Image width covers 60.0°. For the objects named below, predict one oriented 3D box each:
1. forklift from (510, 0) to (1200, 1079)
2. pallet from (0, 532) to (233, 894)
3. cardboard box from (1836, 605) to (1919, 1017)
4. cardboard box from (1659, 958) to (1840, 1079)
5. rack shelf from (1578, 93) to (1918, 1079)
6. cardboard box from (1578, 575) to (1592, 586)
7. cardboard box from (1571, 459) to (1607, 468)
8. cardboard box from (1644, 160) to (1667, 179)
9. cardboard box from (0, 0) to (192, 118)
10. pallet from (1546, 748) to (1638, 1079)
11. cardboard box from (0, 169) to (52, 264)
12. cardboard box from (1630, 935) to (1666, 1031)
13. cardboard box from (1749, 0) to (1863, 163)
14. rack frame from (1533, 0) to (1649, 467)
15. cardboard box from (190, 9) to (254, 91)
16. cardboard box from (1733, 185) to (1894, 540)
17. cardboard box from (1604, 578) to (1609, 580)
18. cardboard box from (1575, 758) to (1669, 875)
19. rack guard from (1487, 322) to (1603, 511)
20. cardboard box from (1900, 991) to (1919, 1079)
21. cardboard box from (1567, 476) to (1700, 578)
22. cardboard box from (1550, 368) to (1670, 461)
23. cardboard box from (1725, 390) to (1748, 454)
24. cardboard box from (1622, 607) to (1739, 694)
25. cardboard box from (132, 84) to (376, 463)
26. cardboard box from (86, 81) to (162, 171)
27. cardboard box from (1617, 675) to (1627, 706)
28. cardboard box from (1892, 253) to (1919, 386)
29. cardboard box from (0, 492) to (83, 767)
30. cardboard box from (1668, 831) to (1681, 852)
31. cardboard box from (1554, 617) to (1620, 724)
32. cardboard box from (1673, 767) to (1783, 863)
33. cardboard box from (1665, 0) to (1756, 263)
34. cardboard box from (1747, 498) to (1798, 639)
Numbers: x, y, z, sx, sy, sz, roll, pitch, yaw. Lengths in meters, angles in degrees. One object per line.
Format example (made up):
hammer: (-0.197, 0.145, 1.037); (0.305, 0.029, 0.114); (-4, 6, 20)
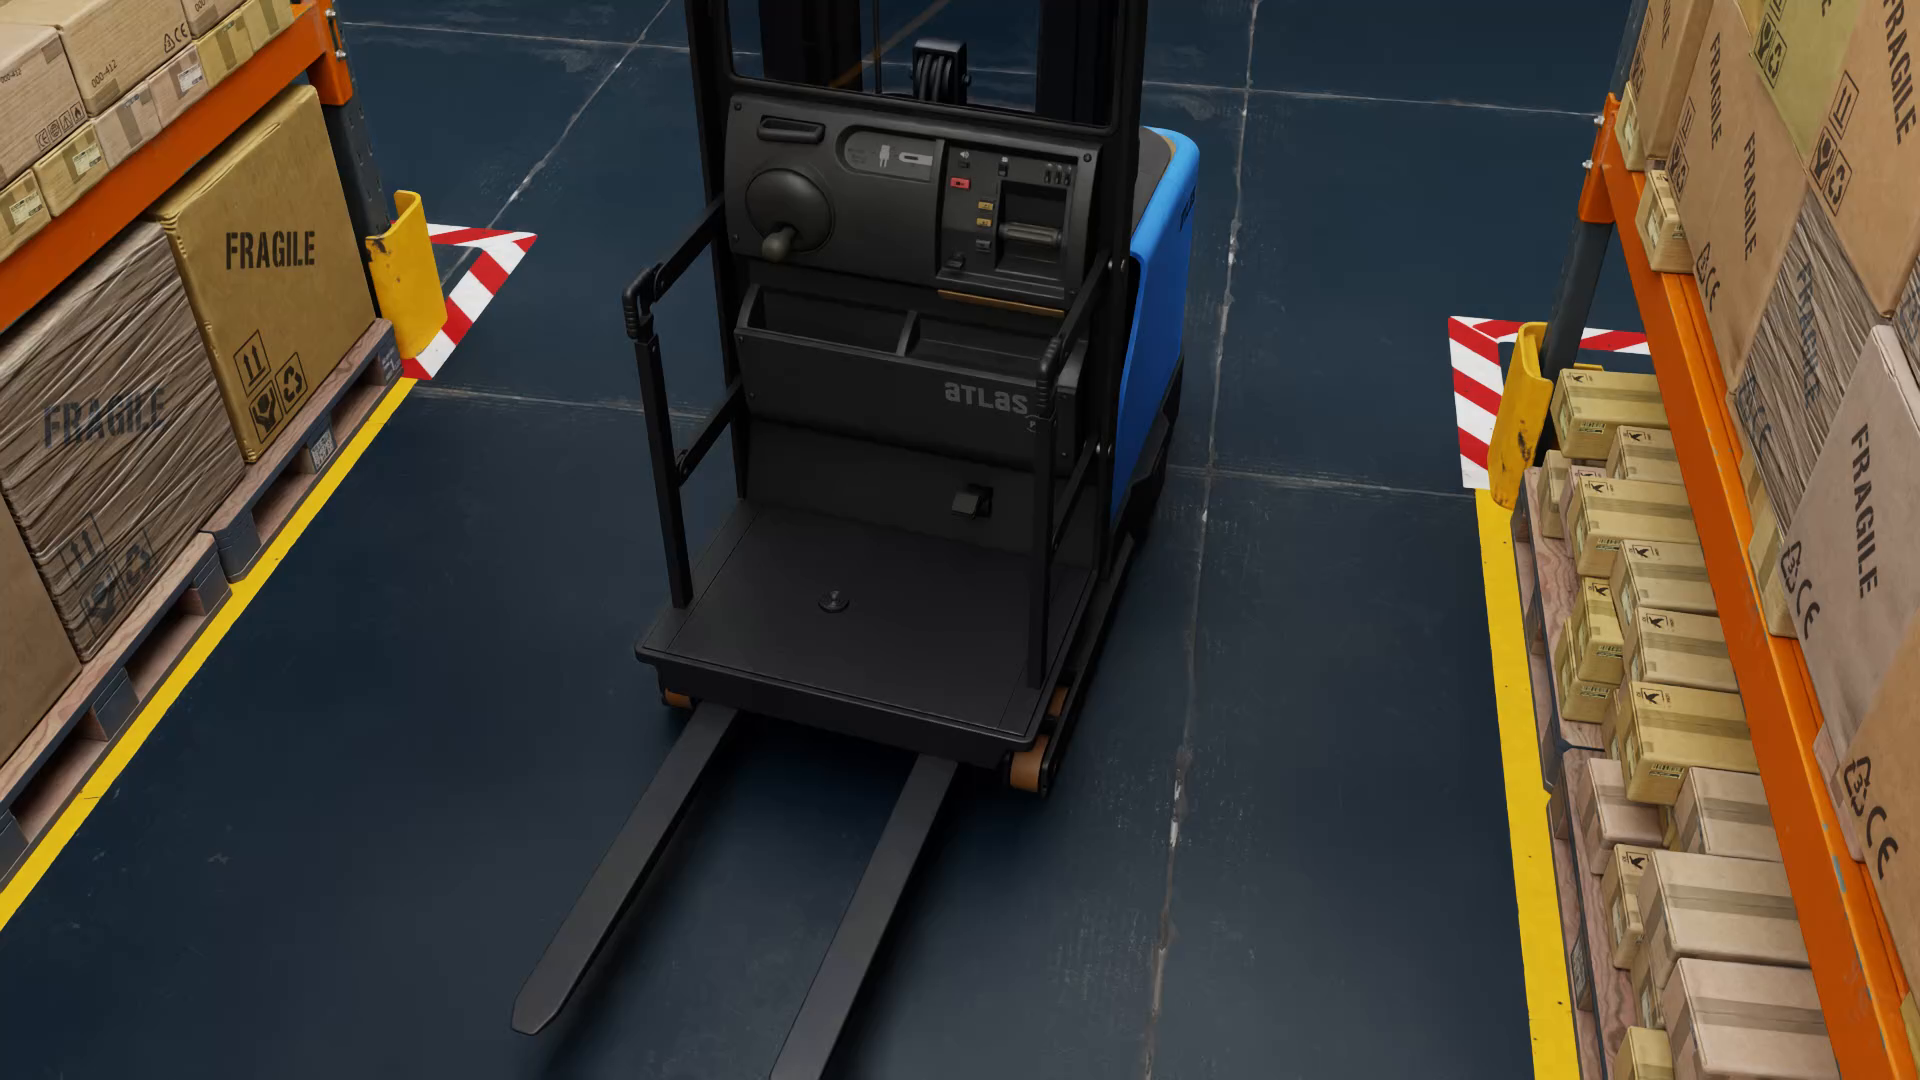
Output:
forklift: (-0.195, -0.748, 3.854); (1.130, 2.935, 3.031); (12, 41, 14)
pallet: (-2.801, 0.389, 4.614); (1.003, 0.211, 1.213); (6, 40, 8)
cardboard box: (1.546, 0.347, 2.164); (0.500, 0.500, 0.500); (5, 40, 6)
cardboard box: (1.573, 0.960, 3.175); (0.380, 0.149, 0.250); (5, 40, 6)
rack shelf: (1.995, 0.183, 3.239); (1.077, 0.370, 4.000); (6, 40, 8)
cardboard box: (1.971, 0.054, 4.738); (0.380, 0.149, 0.250); (6, 40, 7)
cardboard box: (1.998, -0.227, 4.845); (0.380, 0.149, 0.250); (8, 40, 10)
cardboard box: (1.959, -0.921, 4.207); (0.380, 0.149, 0.250); (8, 40, 9)
cardboard box: (-2.437, -1.365, 4.431); (0.500, 0.250, 0.500); (6, 40, 7)
pallet: (1.939, 1.042, 3.824); (1.003, 0.211, 1.213); (6, 40, 8)
cardboard box: (-2.483, -0.799, 4.060); (0.380, 0.149, 0.250); (7, 40, 8)
cardboard box: (1.672, 1.008, 3.584); (0.380, 0.149, 0.250); (7, 40, 9)
cardboard box: (1.809, -0.994, 3.002); (0.500, 0.500, 0.500); (6, 40, 7)
rack frame: (2.341, -1.350, 4.528); (1.000, 3.000, 0.127); (6, 40, 8)
cardboard box: (-2.307, -1.440, 4.835); (0.380, 0.149, 0.250); (7, 40, 8)
cardboard box: (1.745, -0.286, 2.930); (0.500, 0.500, 0.500); (5, 40, 7)
cardboard box: (1.940, 0.102, 4.447); (0.380, 0.149, 0.250); (7, 40, 8)
cardboard box: (1.703, 0.676, 3.986); (0.380, 0.149, 0.250); (5, 40, 6)
rack guard: (2.328, -0.338, 5.267); (1.175, 0.500, 0.348); (6, 40, 8)
cardboard box: (1.510, 0.718, 2.225); (0.380, 0.149, 0.250); (8, 40, 9)
cardboard box: (1.817, -0.020, 4.361); (0.380, 0.149, 0.250); (6, 40, 8)
cardboard box: (1.916, -0.351, 4.761); (0.380, 0.149, 0.250); (5, 40, 6)
cardboard box: (1.808, -0.261, 3.409); (0.380, 0.149, 0.250); (6, 40, 7)
cardboard box: (1.798, 0.317, 3.953); (0.380, 0.149, 0.250); (8, 40, 9)
cardboard box: (-2.558, -0.892, 5.313); (0.875, 0.875, 0.875); (6, 40, 8)
cardboard box: (-2.396, -1.125, 4.454); (0.380, 0.149, 0.250); (7, 40, 8)
cardboard box: (1.836, 0.428, 4.052); (0.380, 0.149, 0.250); (5, 40, 6)
cardboard box: (1.651, -0.347, 2.219); (0.500, 0.500, 0.500); (7, 40, 9)
cardboard box: (-2.870, 0.237, 3.947); (0.875, 0.875, 0.875); (6, 40, 8)
cardboard box: (1.773, 0.772, 3.637); (0.380, 0.149, 0.250); (8, 40, 10)
cardboard box: (1.782, 0.359, 4.369); (0.380, 0.149, 0.250); (7, 40, 8)
cardboard box: (1.758, 0.646, 3.556); (0.380, 0.149, 0.250); (6, 40, 8)
cardboard box: (1.924, -0.913, 3.688); (0.500, 0.500, 0.500); (6, 40, 8)
cardboard box: (1.668, 0.063, 3.016); (0.380, 0.149, 0.250); (7, 40, 9)
